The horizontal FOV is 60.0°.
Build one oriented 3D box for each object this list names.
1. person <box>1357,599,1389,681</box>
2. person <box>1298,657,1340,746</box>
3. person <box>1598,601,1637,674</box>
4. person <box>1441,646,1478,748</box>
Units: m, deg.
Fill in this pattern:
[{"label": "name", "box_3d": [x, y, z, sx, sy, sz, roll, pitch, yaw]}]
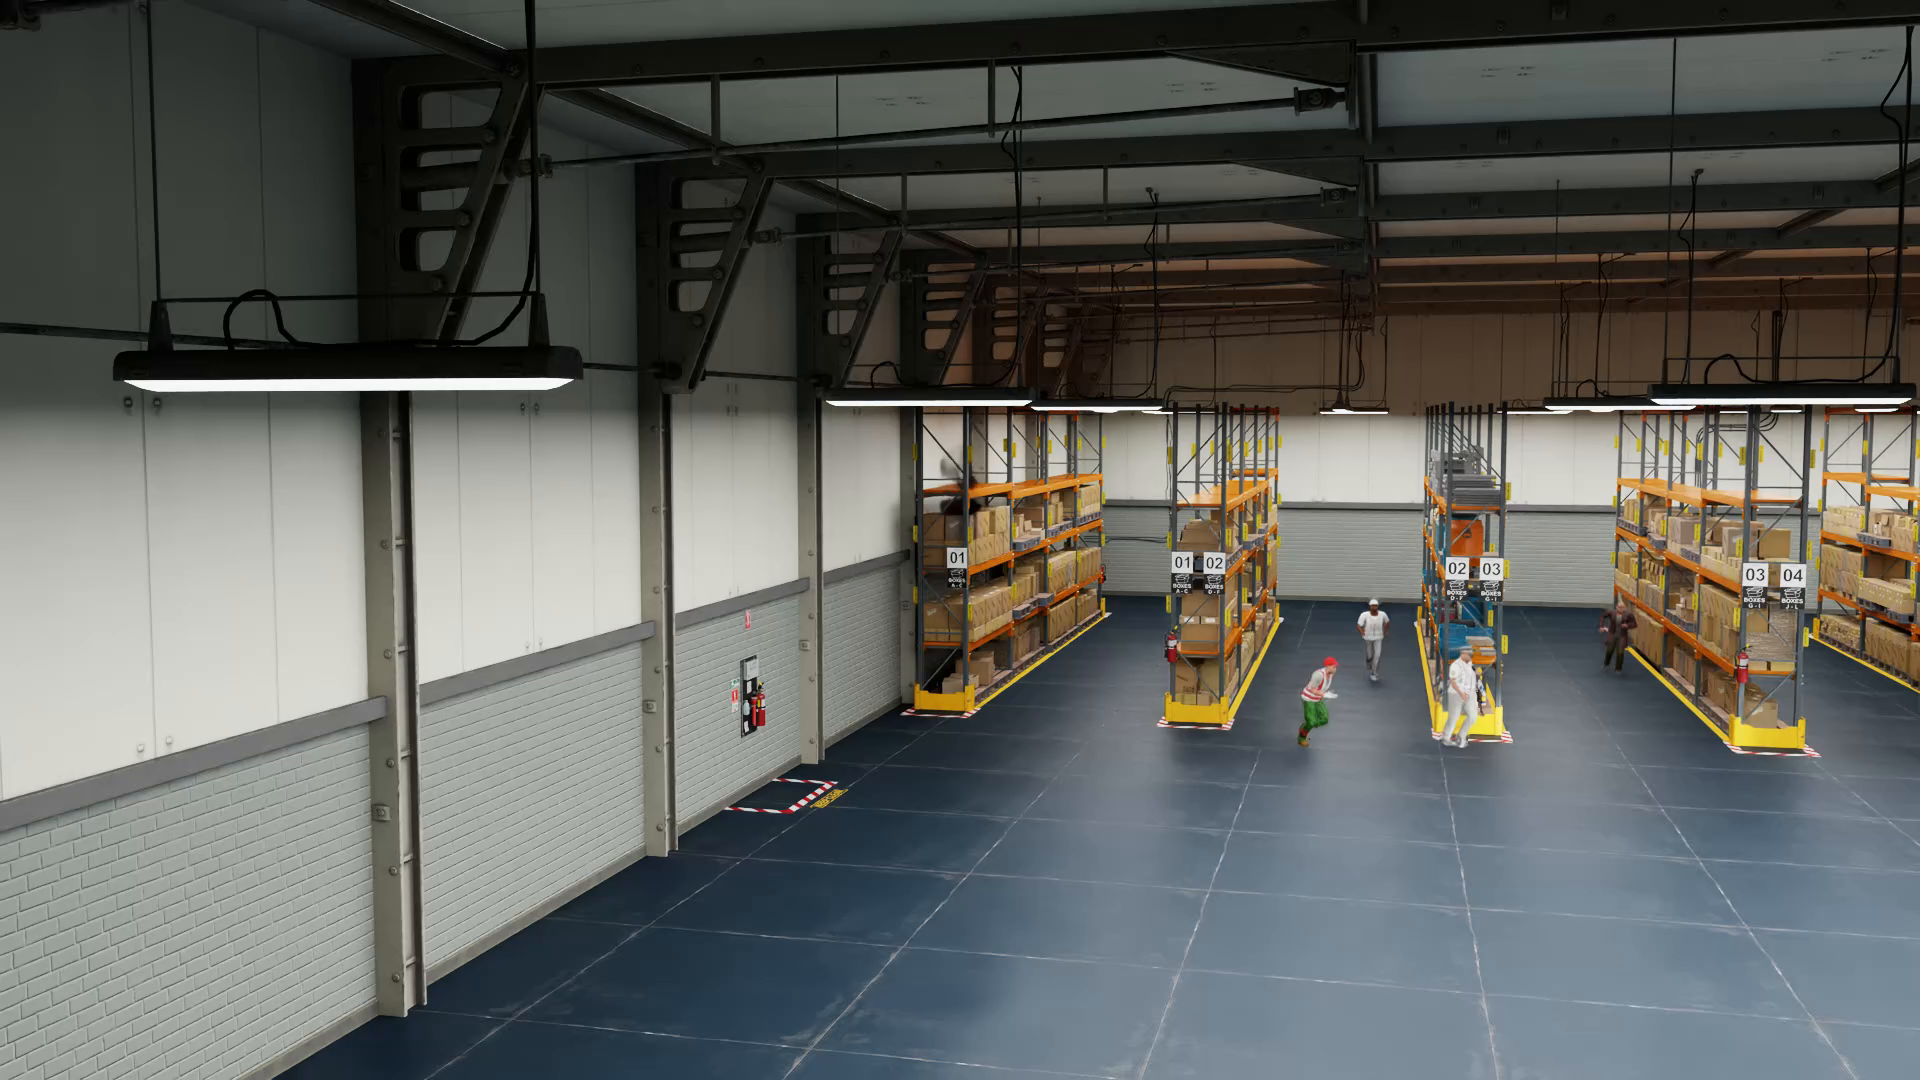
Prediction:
[{"label": "person", "box_3d": [9.081, 2.176, 36.518, 0.709, 1.765, 0.824, 1, 4, 7]}, {"label": "person", "box_3d": [6.234, 2.796, 28.782, 0.828, 1.598, 0.696, 4, 6, 44]}, {"label": "person", "box_3d": [14.638, 2.191, 37.040, 0.806, 1.698, 0.744, 1, 4, 19]}, {"label": "person", "box_3d": [8.740, 2.750, 28.805, 0.648, 1.838, 0.581, -3, 5, -32]}]
